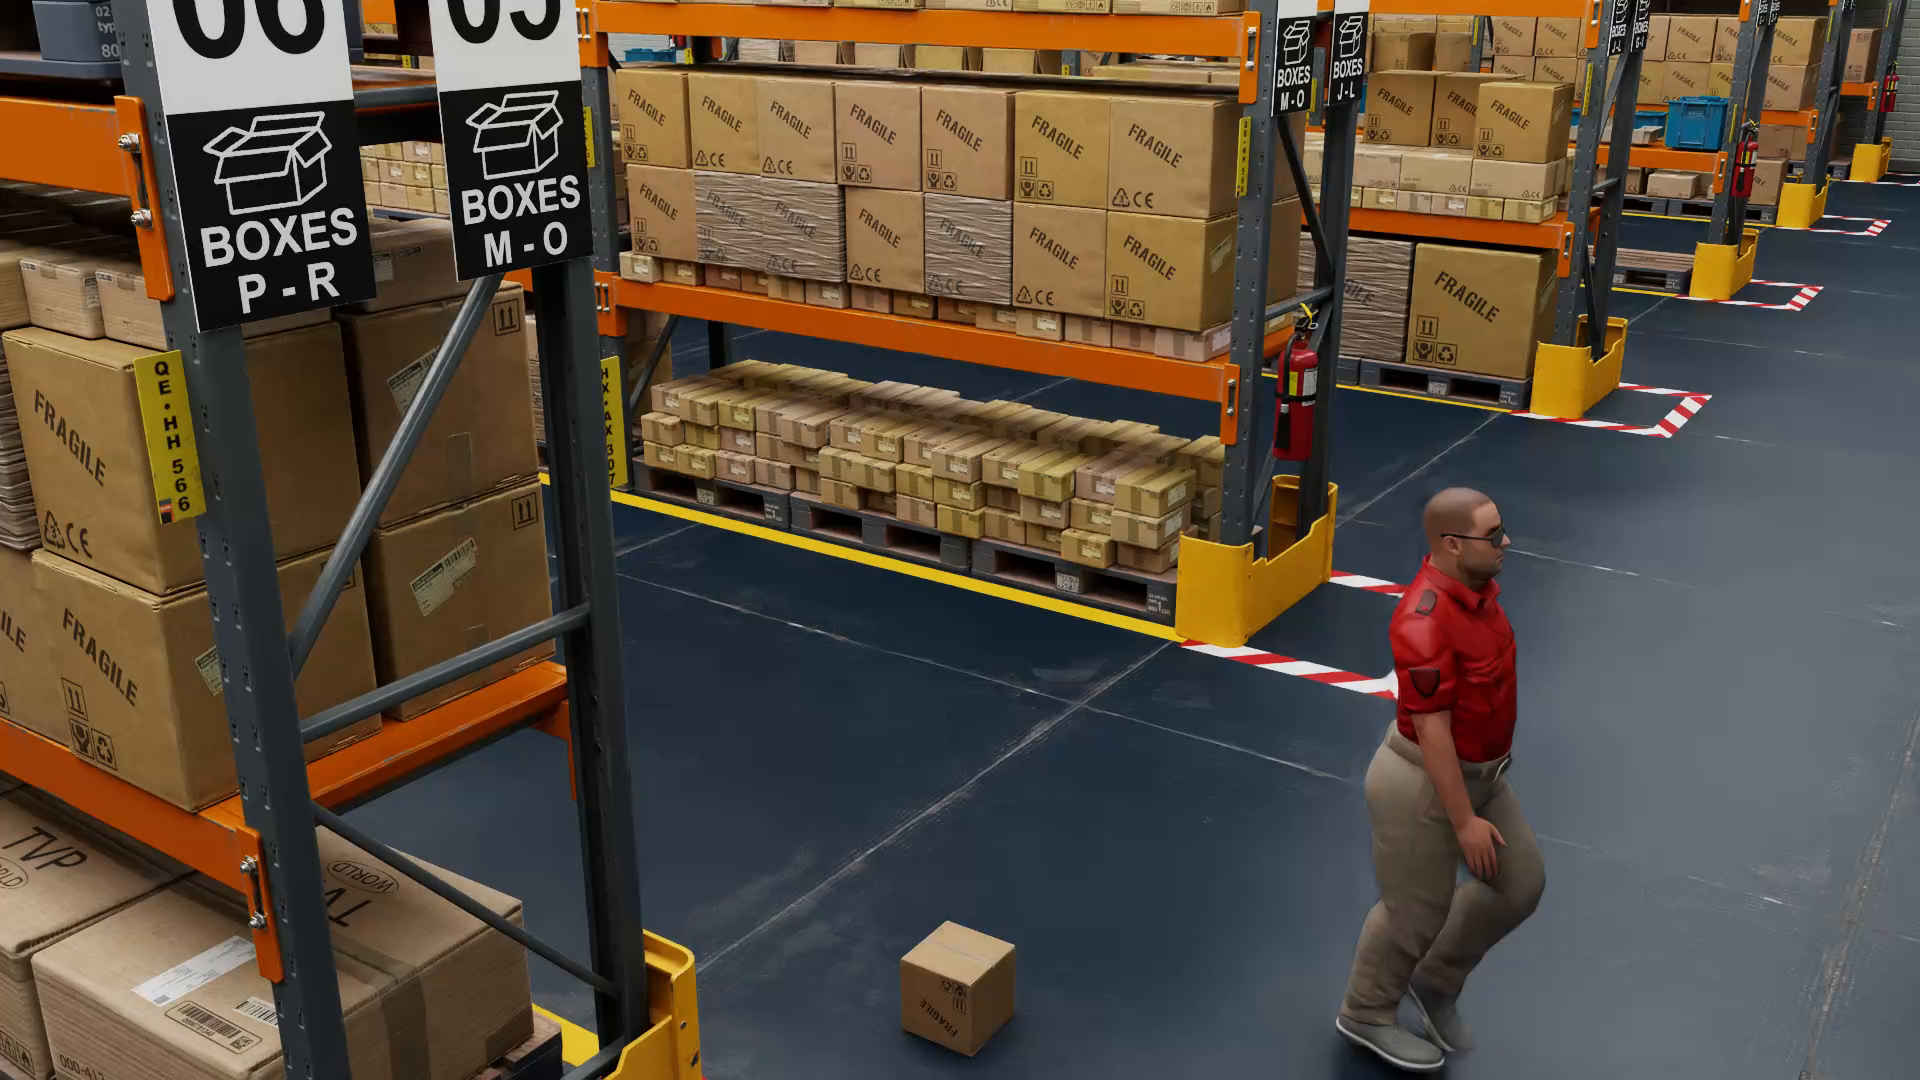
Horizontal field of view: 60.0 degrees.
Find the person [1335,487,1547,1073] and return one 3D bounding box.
[{"bbox_3d":[1.360,0.712,4.631,0.462,1.783,0.544,14,24,34],"label":"person"}]
